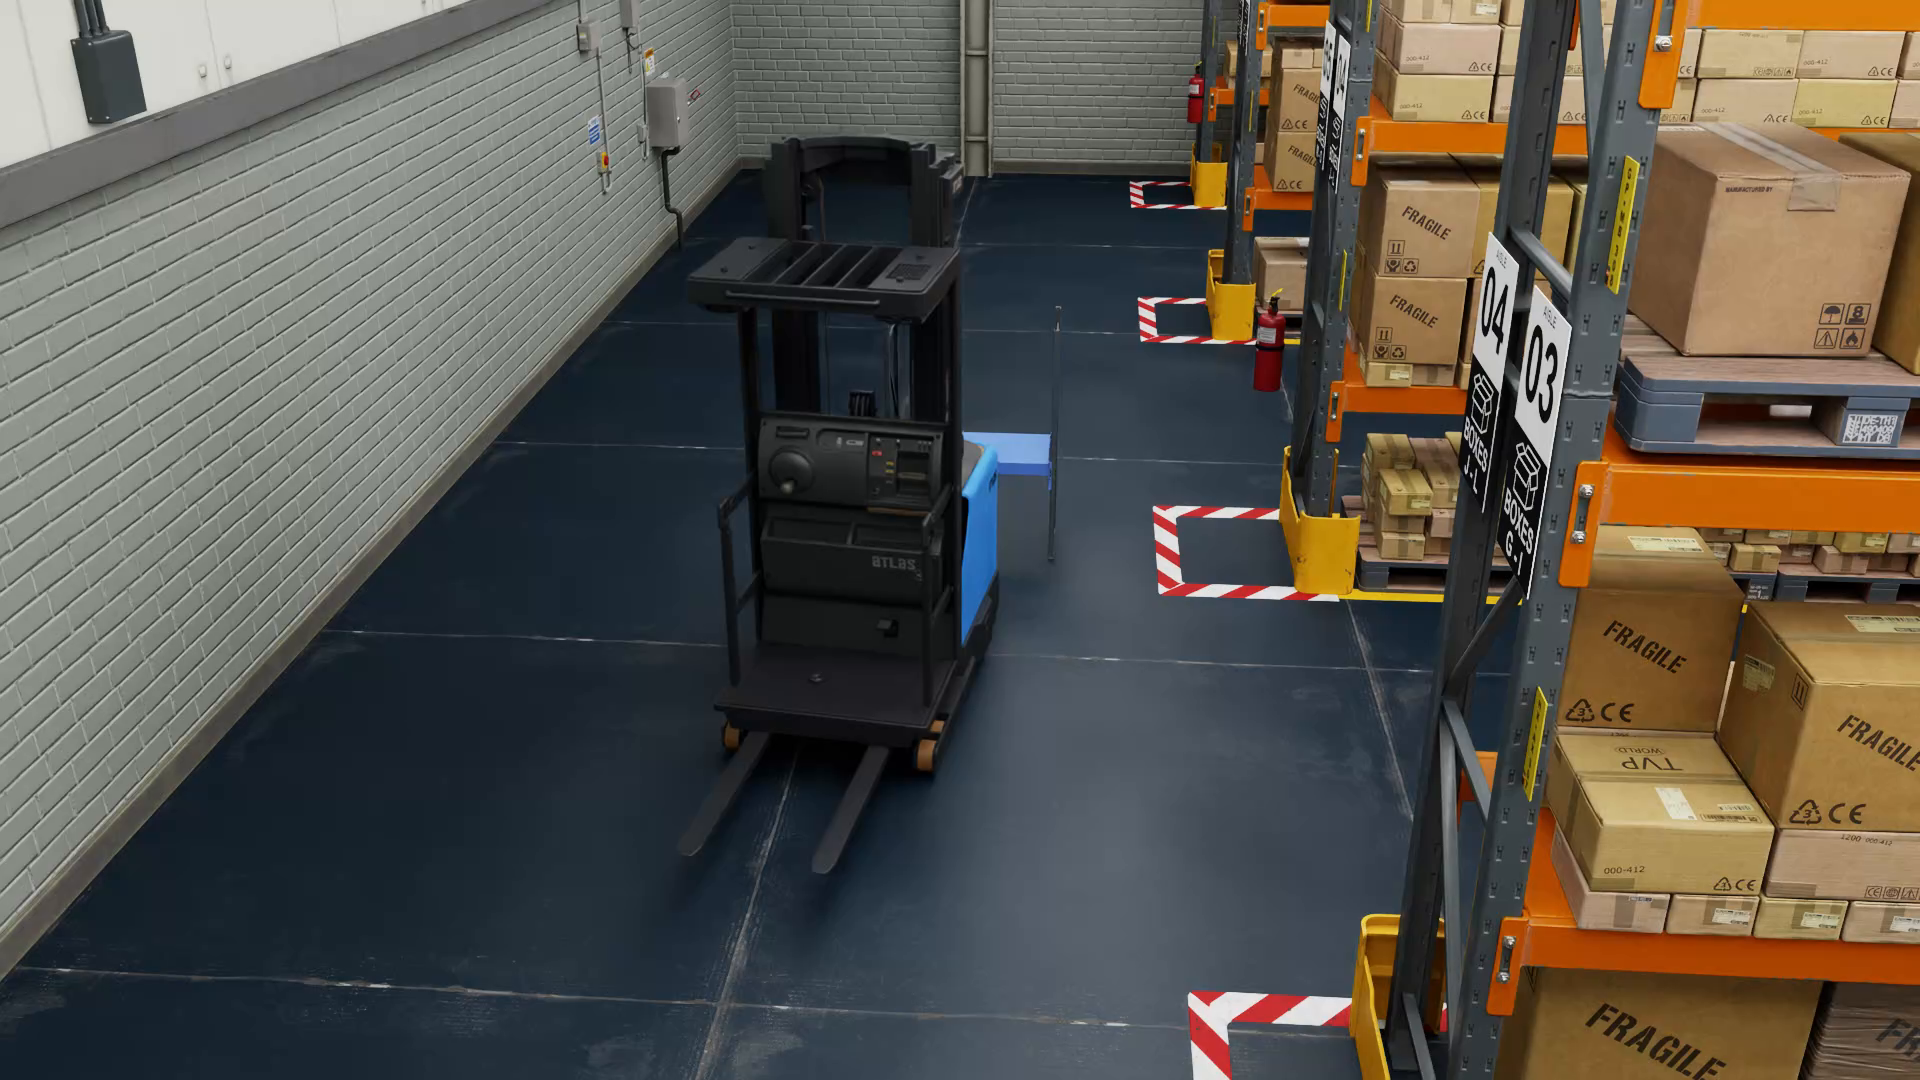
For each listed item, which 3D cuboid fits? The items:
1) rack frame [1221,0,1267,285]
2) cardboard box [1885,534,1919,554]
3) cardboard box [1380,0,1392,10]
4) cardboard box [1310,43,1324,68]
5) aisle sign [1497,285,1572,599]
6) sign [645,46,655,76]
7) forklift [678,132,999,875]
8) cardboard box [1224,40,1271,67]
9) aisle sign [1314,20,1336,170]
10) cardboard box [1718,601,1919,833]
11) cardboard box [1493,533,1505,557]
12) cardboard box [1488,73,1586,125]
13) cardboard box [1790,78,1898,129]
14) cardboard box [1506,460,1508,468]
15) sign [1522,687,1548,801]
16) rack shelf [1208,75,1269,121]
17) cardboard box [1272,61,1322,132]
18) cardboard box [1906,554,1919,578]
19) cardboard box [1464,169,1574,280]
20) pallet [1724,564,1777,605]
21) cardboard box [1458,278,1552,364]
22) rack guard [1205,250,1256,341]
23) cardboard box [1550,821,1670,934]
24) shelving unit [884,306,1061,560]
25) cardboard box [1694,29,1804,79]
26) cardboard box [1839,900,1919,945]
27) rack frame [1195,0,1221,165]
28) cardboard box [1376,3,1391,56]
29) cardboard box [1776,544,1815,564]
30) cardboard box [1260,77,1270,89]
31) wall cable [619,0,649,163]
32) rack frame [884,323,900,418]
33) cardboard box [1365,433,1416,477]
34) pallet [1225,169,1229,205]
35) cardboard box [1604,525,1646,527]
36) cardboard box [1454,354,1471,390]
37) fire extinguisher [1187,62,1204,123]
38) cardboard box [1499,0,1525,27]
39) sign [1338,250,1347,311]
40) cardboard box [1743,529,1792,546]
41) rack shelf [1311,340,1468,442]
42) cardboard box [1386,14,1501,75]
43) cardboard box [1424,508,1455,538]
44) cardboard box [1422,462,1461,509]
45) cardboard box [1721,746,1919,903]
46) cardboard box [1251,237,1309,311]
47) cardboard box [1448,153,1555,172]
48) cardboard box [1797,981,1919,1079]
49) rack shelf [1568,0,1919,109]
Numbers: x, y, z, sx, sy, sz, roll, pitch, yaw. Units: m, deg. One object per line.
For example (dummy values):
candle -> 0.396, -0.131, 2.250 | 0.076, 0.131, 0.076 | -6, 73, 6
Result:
rack frame -> 2.451, -3.347, 14.436 | 0.127, 3.000, 1.000 | 2, 25, 4
cardboard box -> 5.552, -0.065, 9.854 | 0.250, 0.149, 0.380 | 1, 25, 1
cardboard box -> 2.527, -3.095, 9.405 | 0.250, 0.149, 0.380 | 2, 25, 4
cardboard box -> 3.050, -4.036, 13.841 | 0.250, 0.149, 0.380 | 2, 25, 5
aisle sign -> 1.597, -0.275, 4.649 | 0.004, 0.787, 0.394 | 2, 25, 4
sign -> -3.078, -4.747, 16.491 | 0.001, 0.242, 0.339 | 2, 25, 4
forklift -> -0.585, -0.349, 8.002 | 1.130, 2.935, 3.031 | 5, 25, 11
cardboard box -> 3.306, -5.579, 19.109 | 0.500, 0.250, 0.500 | 3, 25, 6
aisle sign -> 2.123, -2.589, 9.678 | 0.004, 0.787, 0.394 | 2, 25, 4
cardboard box -> 2.649, 0.519, 4.959 | 0.500, 0.500, 0.500 | 1, 25, 3
cardboard box -> 3.186, -0.047, 10.172 | 0.250, 0.149, 0.380 | 2, 25, 5
cardboard box -> 3.125, -2.436, 9.046 | 0.500, 0.250, 0.500 | 3, 25, 6
cardboard box -> 4.648, -2.387, 8.941 | 0.500, 0.250, 0.500 | 2, 25, 3
cardboard box -> 3.487, -0.513, 10.474 | 0.250, 0.149, 0.380 | 1, 25, 2
sign -> 1.644, 0.585, 4.760 | 0.005, 0.325, 0.100 | 2, 25, 4
rack shelf -> 4.821, -5.025, 18.943 | 4.000, 0.370, 1.077 | 2, 25, 4
cardboard box -> 2.908, -3.713, 13.914 | 0.500, 0.500, 0.500 | 1, 25, 3
cardboard box -> 5.744, 0.081, 9.894 | 0.250, 0.149, 0.380 | 2, 25, 5
cardboard box -> 3.104, -1.777, 9.352 | 0.500, 0.500, 0.500 | 3, 25, 6
pallet -> 4.269, 0.069, 10.347 | 1.213, 0.211, 1.003 | 2, 25, 4
cardboard box -> 3.135, -1.325, 9.566 | 0.500, 0.500, 0.500 | 2, 25, 4
rack guard -> 2.427, -2.212, 14.960 | 0.348, 0.500, 1.175 | 2, 25, 4
cardboard box -> 2.021, 1.046, 5.188 | 0.250, 0.149, 0.380 | 2, 25, 5
shelving unit -> 0.085, -0.679, 10.431 | 1.048, 1.500, 0.538 | 2, 25, 4
cardboard box -> 4.118, -2.627, 8.864 | 0.500, 0.250, 0.500 | 1, 25, 2
cardboard box -> 2.792, 1.070, 5.137 | 0.250, 0.149, 0.380 | 1, 25, 3
rack frame -> 2.827, -5.416, 18.932 | 0.127, 3.000, 1.000 | 2, 25, 4
cardboard box -> 2.651, -2.894, 9.443 | 0.500, 0.250, 0.500 | 1, 25, 2
cardboard box -> 4.969, -0.003, 10.076 | 0.250, 0.149, 0.380 | 1, 25, 3
cardboard box -> 3.391, -5.188, 18.737 | 0.250, 0.149, 0.380 | 2, 25, 5
wall cable -> -3.076, -4.571, 15.880 | 0.122, 1.984, 0.588 | 2, 25, 4
rack frame -> -0.422, -0.695, 10.466 | 0.032, 1.500, 0.500 | 2, 25, 4
cardboard box -> 2.720, -0.535, 10.522 | 0.250, 0.149, 0.380 | 2, 25, 5
pallet -> 3.698, -4.122, 19.455 | 1.213, 0.211, 1.003 | 2, 25, 4
cardboard box -> 3.988, -0.171, 10.085 | 0.250, 0.149, 0.380 | 3, 25, 7
cardboard box -> 2.992, -0.998, 9.631 | 0.250, 0.149, 0.380 | 1, 25, 2
fire extinguisher -> 2.645, -5.024, 18.618 | 0.183, 0.674, 0.296 | 2, 25, 4
cardboard box -> 2.996, -2.824, 8.814 | 0.250, 0.149, 0.380 | 2, 25, 4
sign -> 2.131, -1.448, 9.273 | 0.005, 0.325, 0.100 | 2, 25, 4
cardboard box -> 4.785, -0.115, 9.963 | 0.250, 0.149, 0.380 | 2, 25, 5
rack shelf -> 4.167, -0.890, 9.956 | 4.000, 0.370, 1.077 | 2, 25, 4
cardboard box -> 2.600, -2.680, 8.978 | 0.500, 0.250, 0.500 | 2, 25, 5
cardboard box -> 2.944, -0.156, 10.052 | 0.250, 0.149, 0.380 | 2, 25, 4
cardboard box -> 2.953, -0.330, 10.074 | 0.250, 0.149, 0.380 | 2, 25, 5
cardboard box -> 2.669, 0.858, 5.121 | 0.500, 0.250, 0.500 | 2, 25, 3
cardboard box -> 3.117, -2.395, 14.928 | 0.875, 0.438, 0.875 | 1, 25, 2
cardboard box -> 3.153, -1.988, 9.811 | 0.500, 0.500, 0.500 | 1, 25, 2
cardboard box -> 3.244, 1.574, 5.780 | 0.875, 0.875, 0.875 | 2, 25, 4
rack shelf -> 3.686, -1.370, 4.300 | 4.000, 0.370, 1.077 | 2, 25, 4
